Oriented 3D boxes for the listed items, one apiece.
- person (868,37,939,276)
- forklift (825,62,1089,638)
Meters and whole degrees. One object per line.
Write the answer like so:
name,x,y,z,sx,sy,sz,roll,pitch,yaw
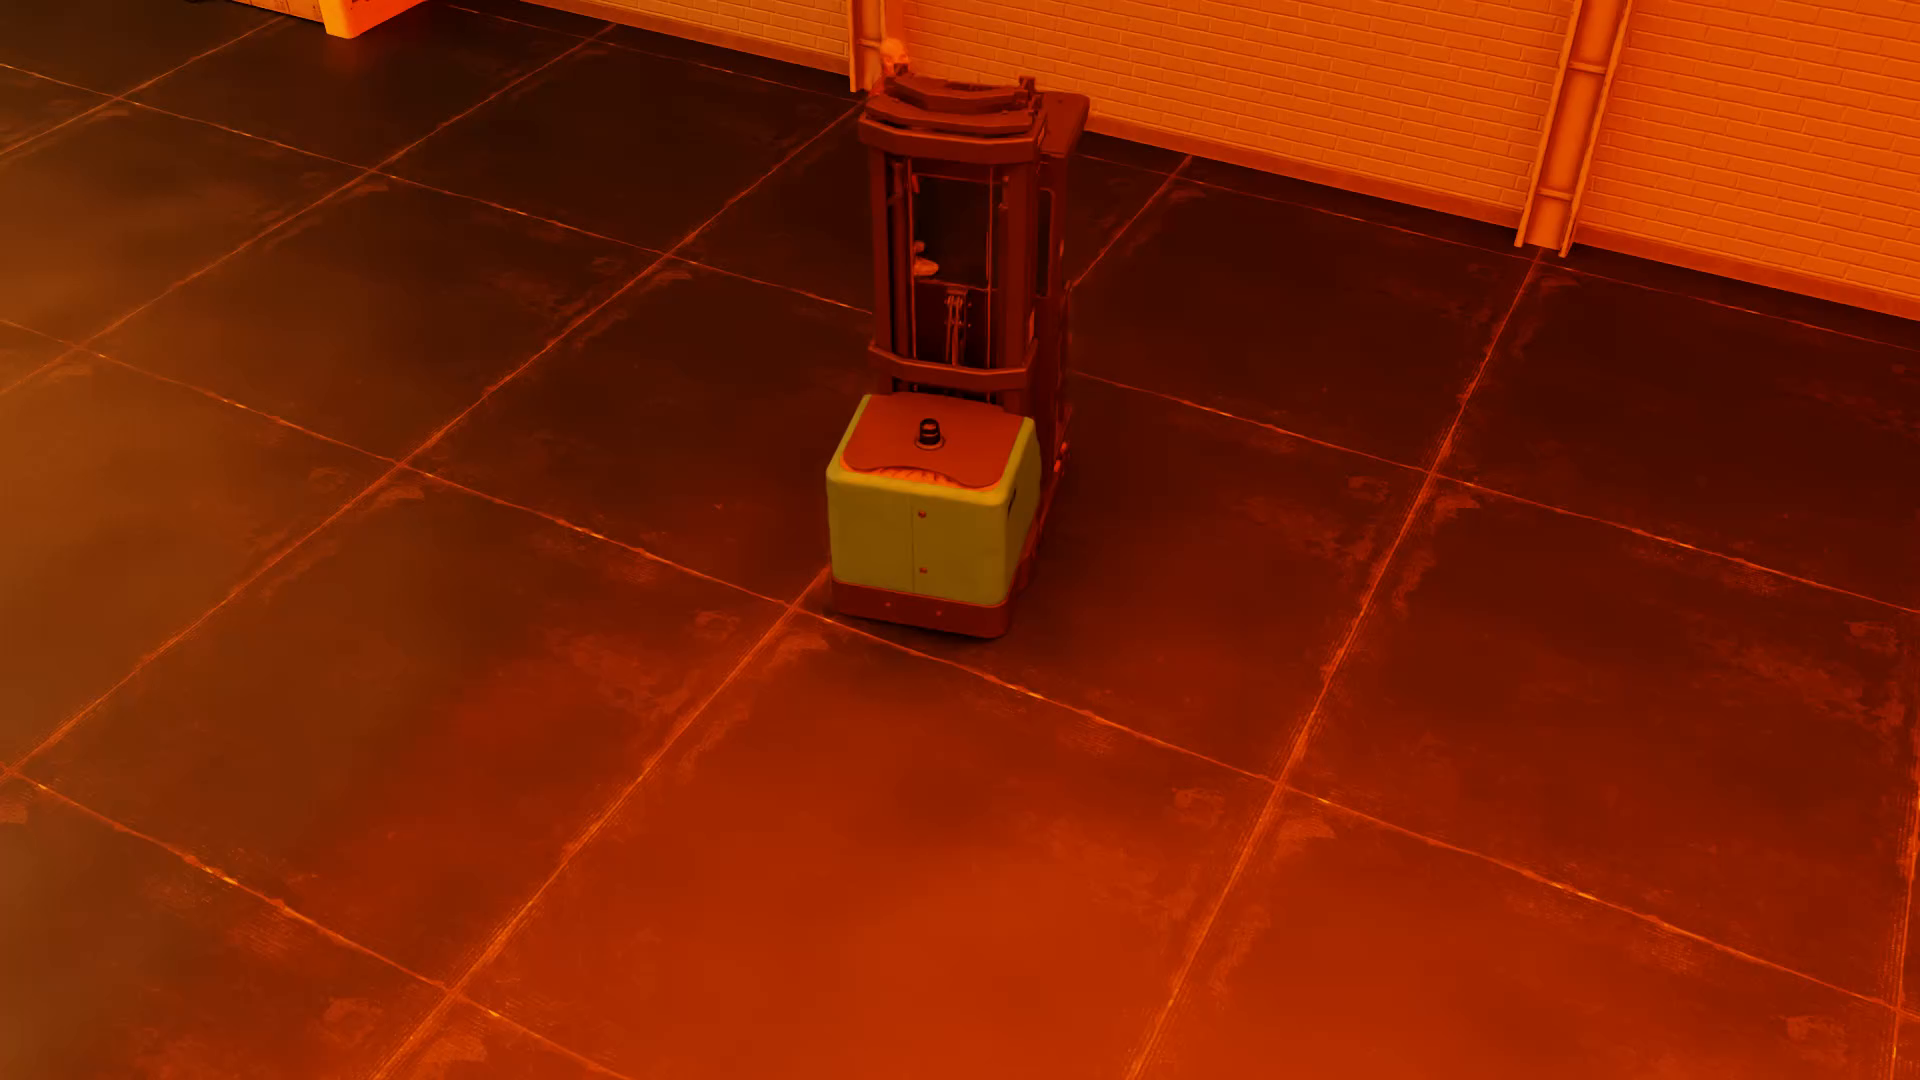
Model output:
person,-0.373,-2.823,12.234,0.517,1.780,0.555,14,42,16
forklift,0.099,-1.518,9.789,1.130,2.935,3.031,9,41,11
